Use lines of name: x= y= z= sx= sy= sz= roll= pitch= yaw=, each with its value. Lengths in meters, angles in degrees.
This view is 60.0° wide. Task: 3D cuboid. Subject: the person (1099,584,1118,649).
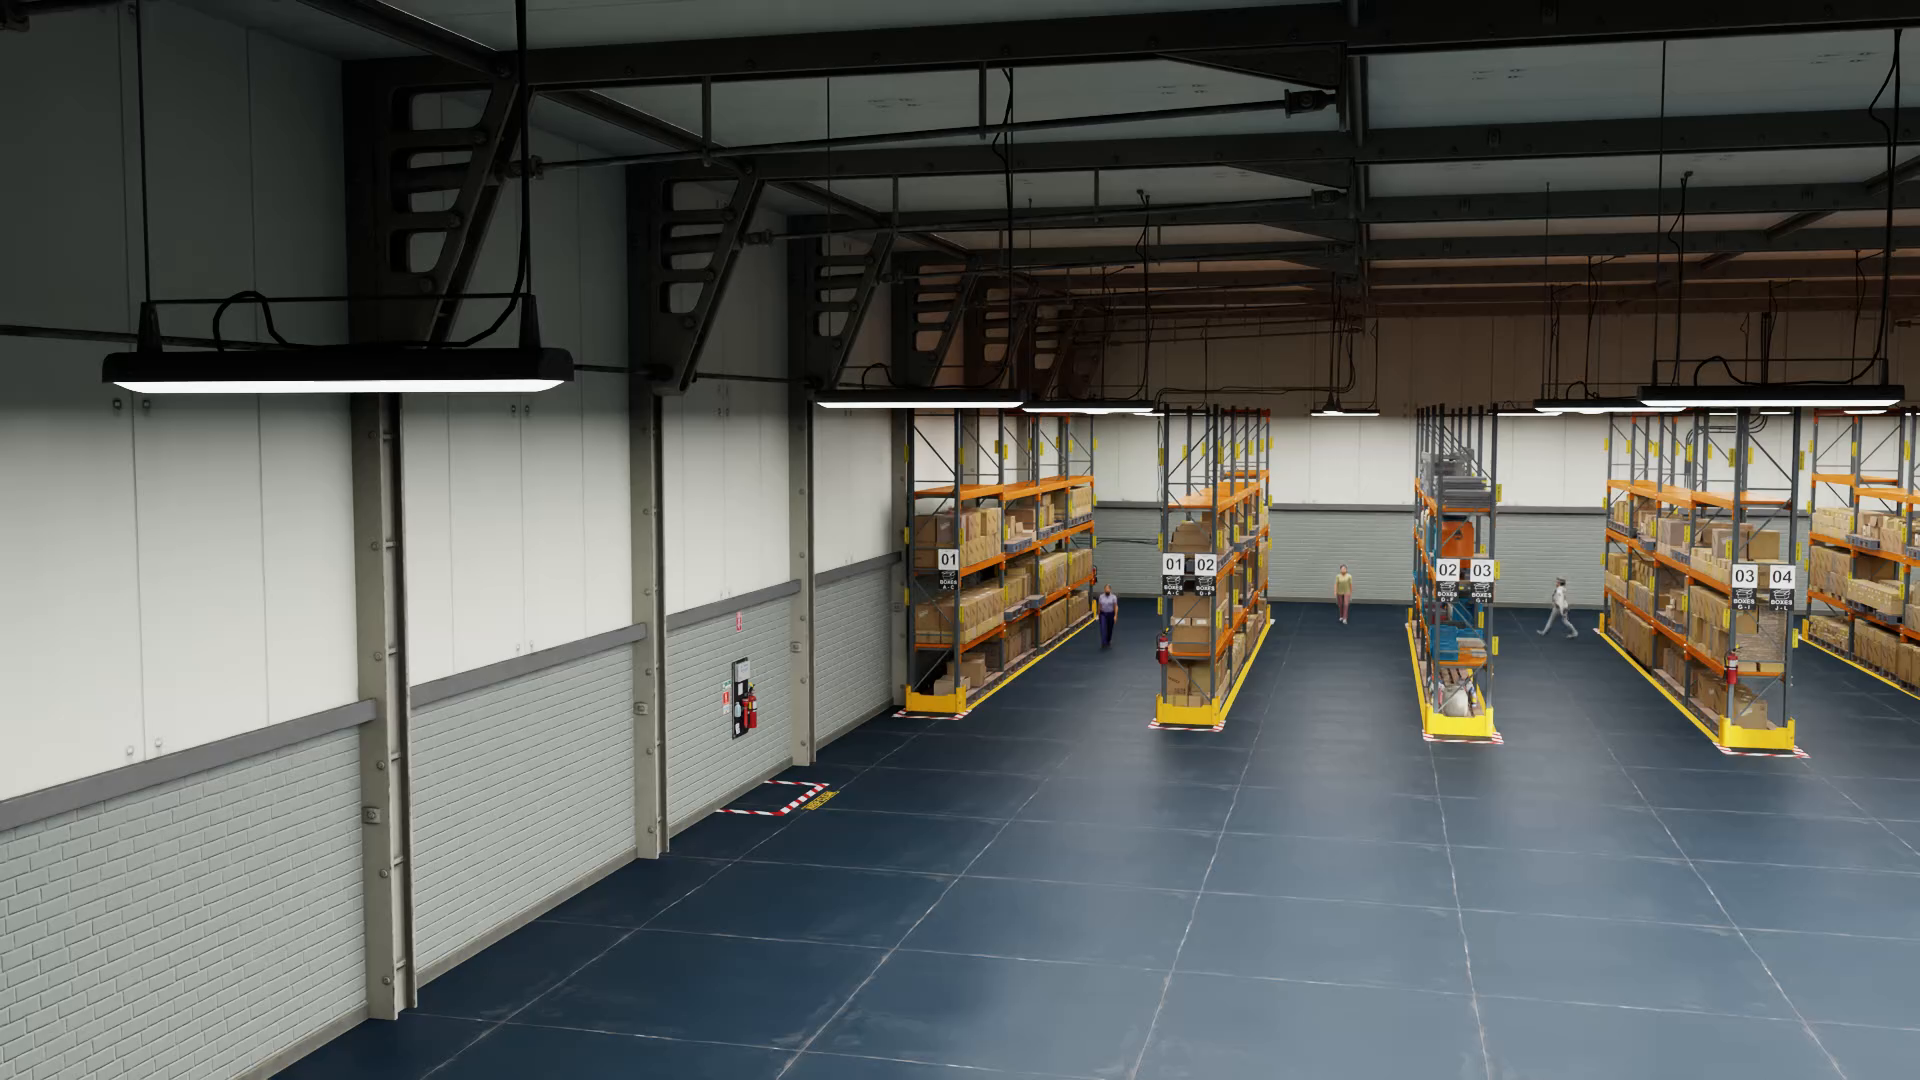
person: x=3.702 y=1.898 z=41.464 sx=0.473 sy=1.579 sz=1.045 roll=0 pitch=4 yaw=-1

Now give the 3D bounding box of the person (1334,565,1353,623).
person: x=10.747 y=1.502 z=46.620 sx=0.498 sy=1.603 sz=1.060 roll=1 pitch=4 yaw=16

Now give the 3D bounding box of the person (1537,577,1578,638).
person: x=15.618 y=1.762 z=43.435 sx=0.452 sy=1.586 sz=1.095 roll=-4 pitch=6 yaw=-43
